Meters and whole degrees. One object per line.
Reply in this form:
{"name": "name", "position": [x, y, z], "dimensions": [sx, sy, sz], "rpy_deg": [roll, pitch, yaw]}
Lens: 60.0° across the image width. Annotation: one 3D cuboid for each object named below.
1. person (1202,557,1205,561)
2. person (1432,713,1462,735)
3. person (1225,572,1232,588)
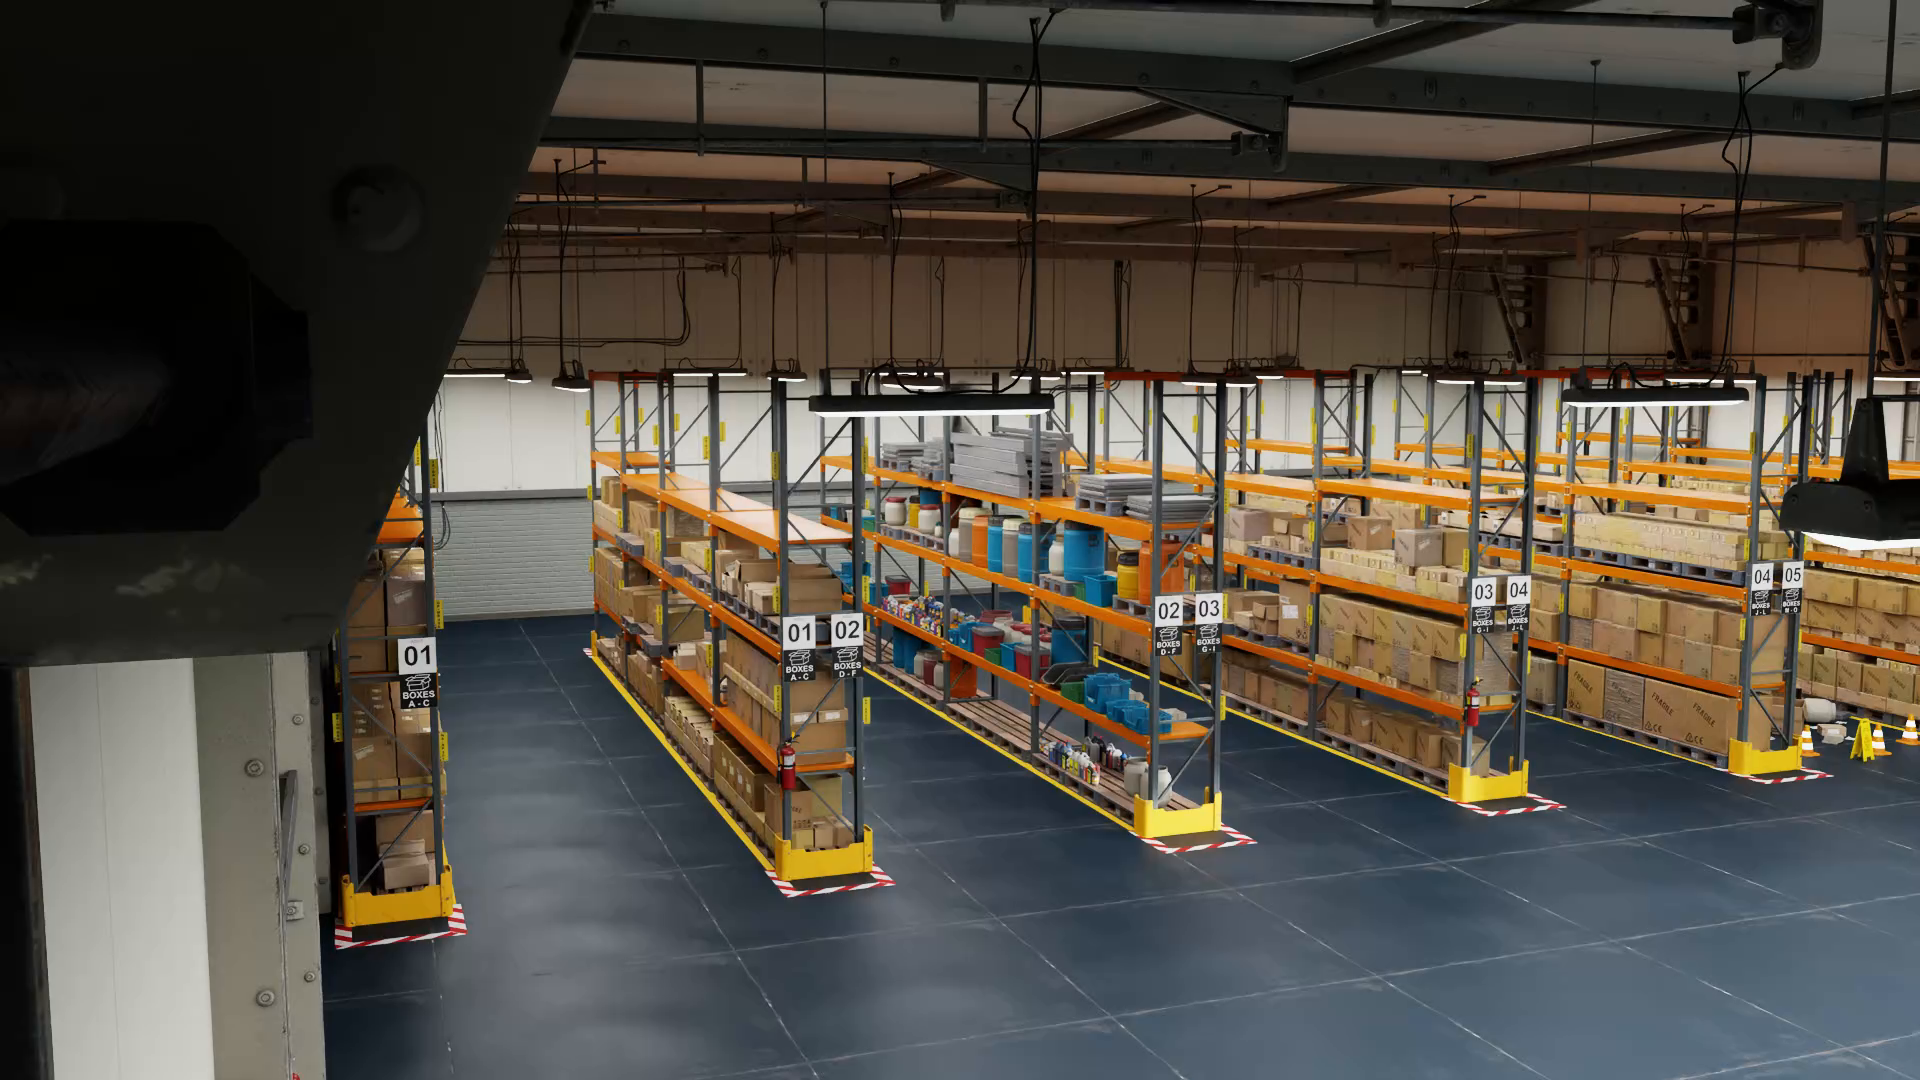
{"name": "person", "position": [5.441, 1.184, 38.647], "dimensions": [0.669, 1.676, 0.833], "rpy_deg": [-1, 6, -11]}
{"name": "person", "position": [8.294, 2.378, 27.857], "dimensions": [0.649, 1.779, 0.962], "rpy_deg": [-4, 8, -33]}
{"name": "person", "position": [6.649, 0.841, 41.985], "dimensions": [0.553, 1.609, 0.660], "rpy_deg": [5, 8, 36]}
